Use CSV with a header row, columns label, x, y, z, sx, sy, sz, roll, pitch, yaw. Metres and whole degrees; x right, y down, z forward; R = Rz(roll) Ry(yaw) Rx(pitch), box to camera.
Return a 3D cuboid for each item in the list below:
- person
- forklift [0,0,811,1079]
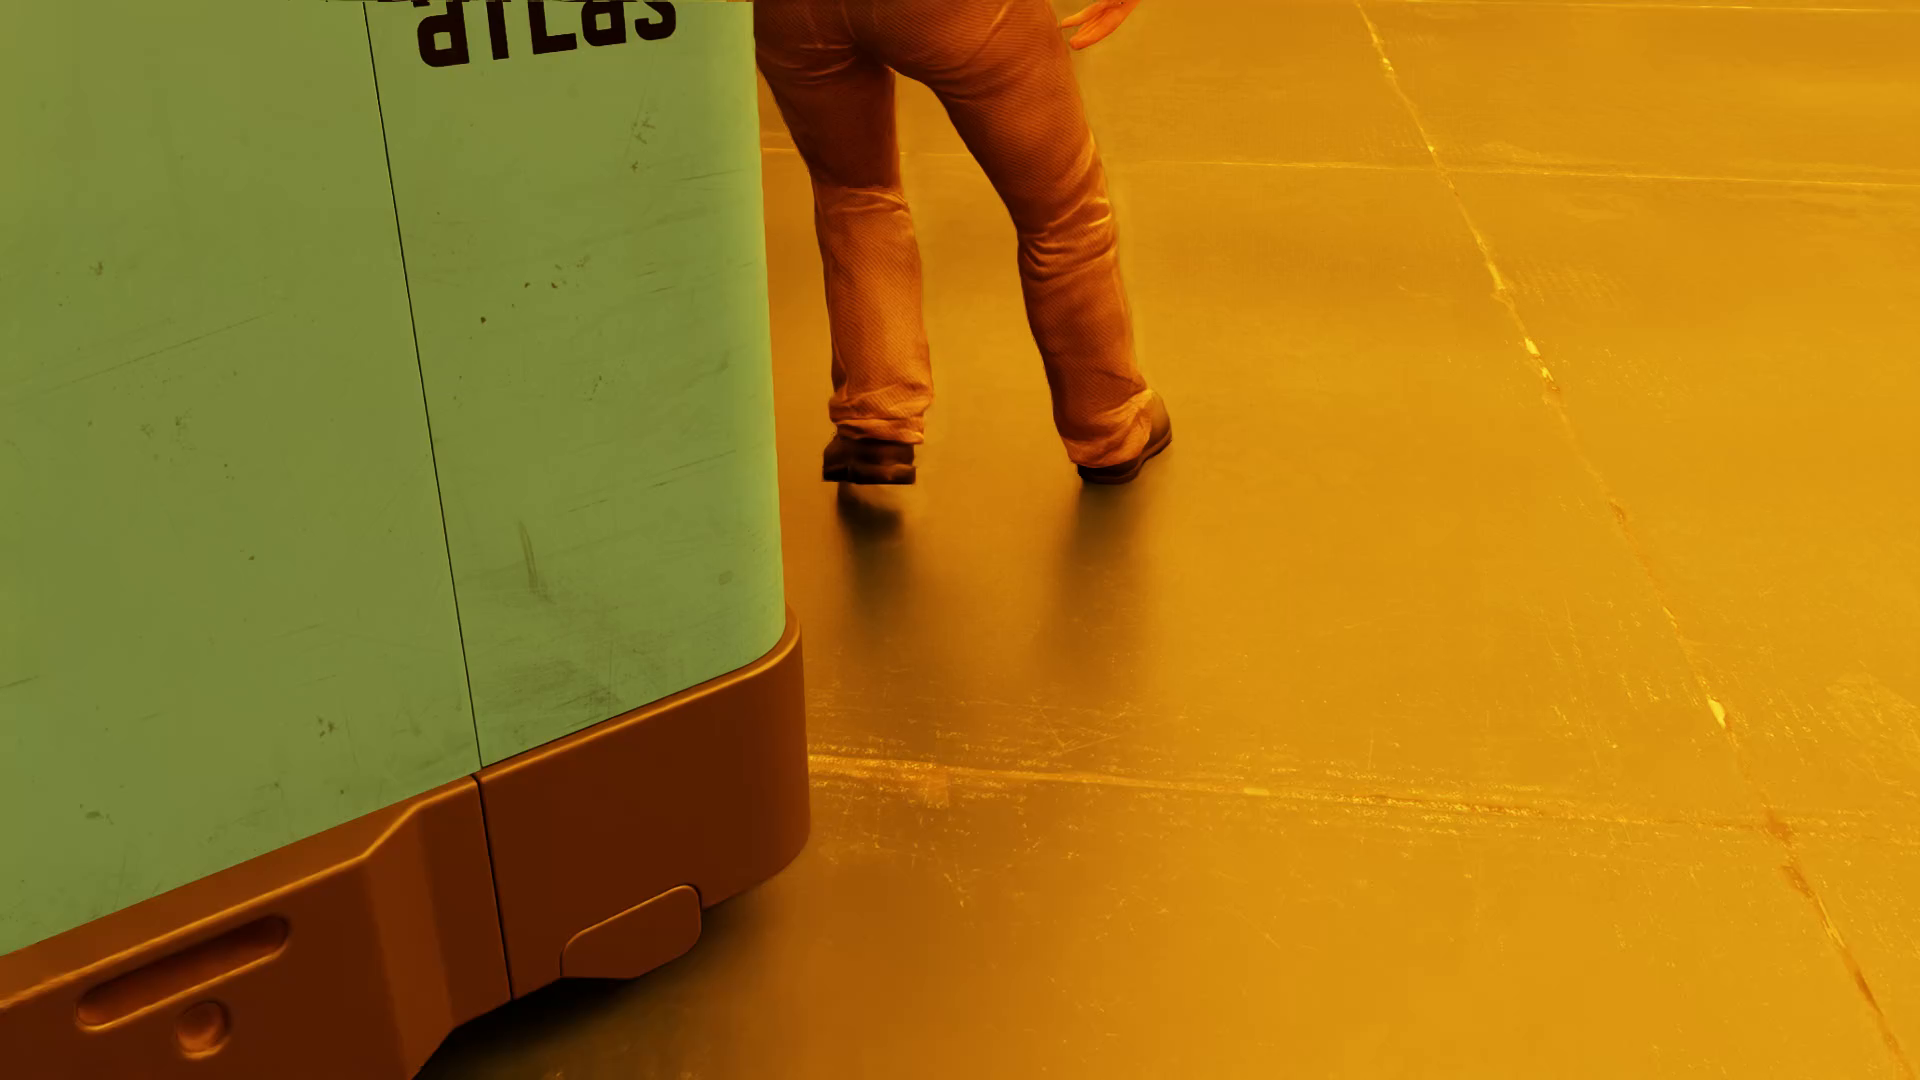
label,x,y,z,sx,sy,sz,roll,pitch,yaw
person,-0.035,-0.844,2.351,0.687,1.679,0.665,8,28,15
forklift,-1.613,-0.687,0.593,3.031,2.935,1.130,-20,33,-35
